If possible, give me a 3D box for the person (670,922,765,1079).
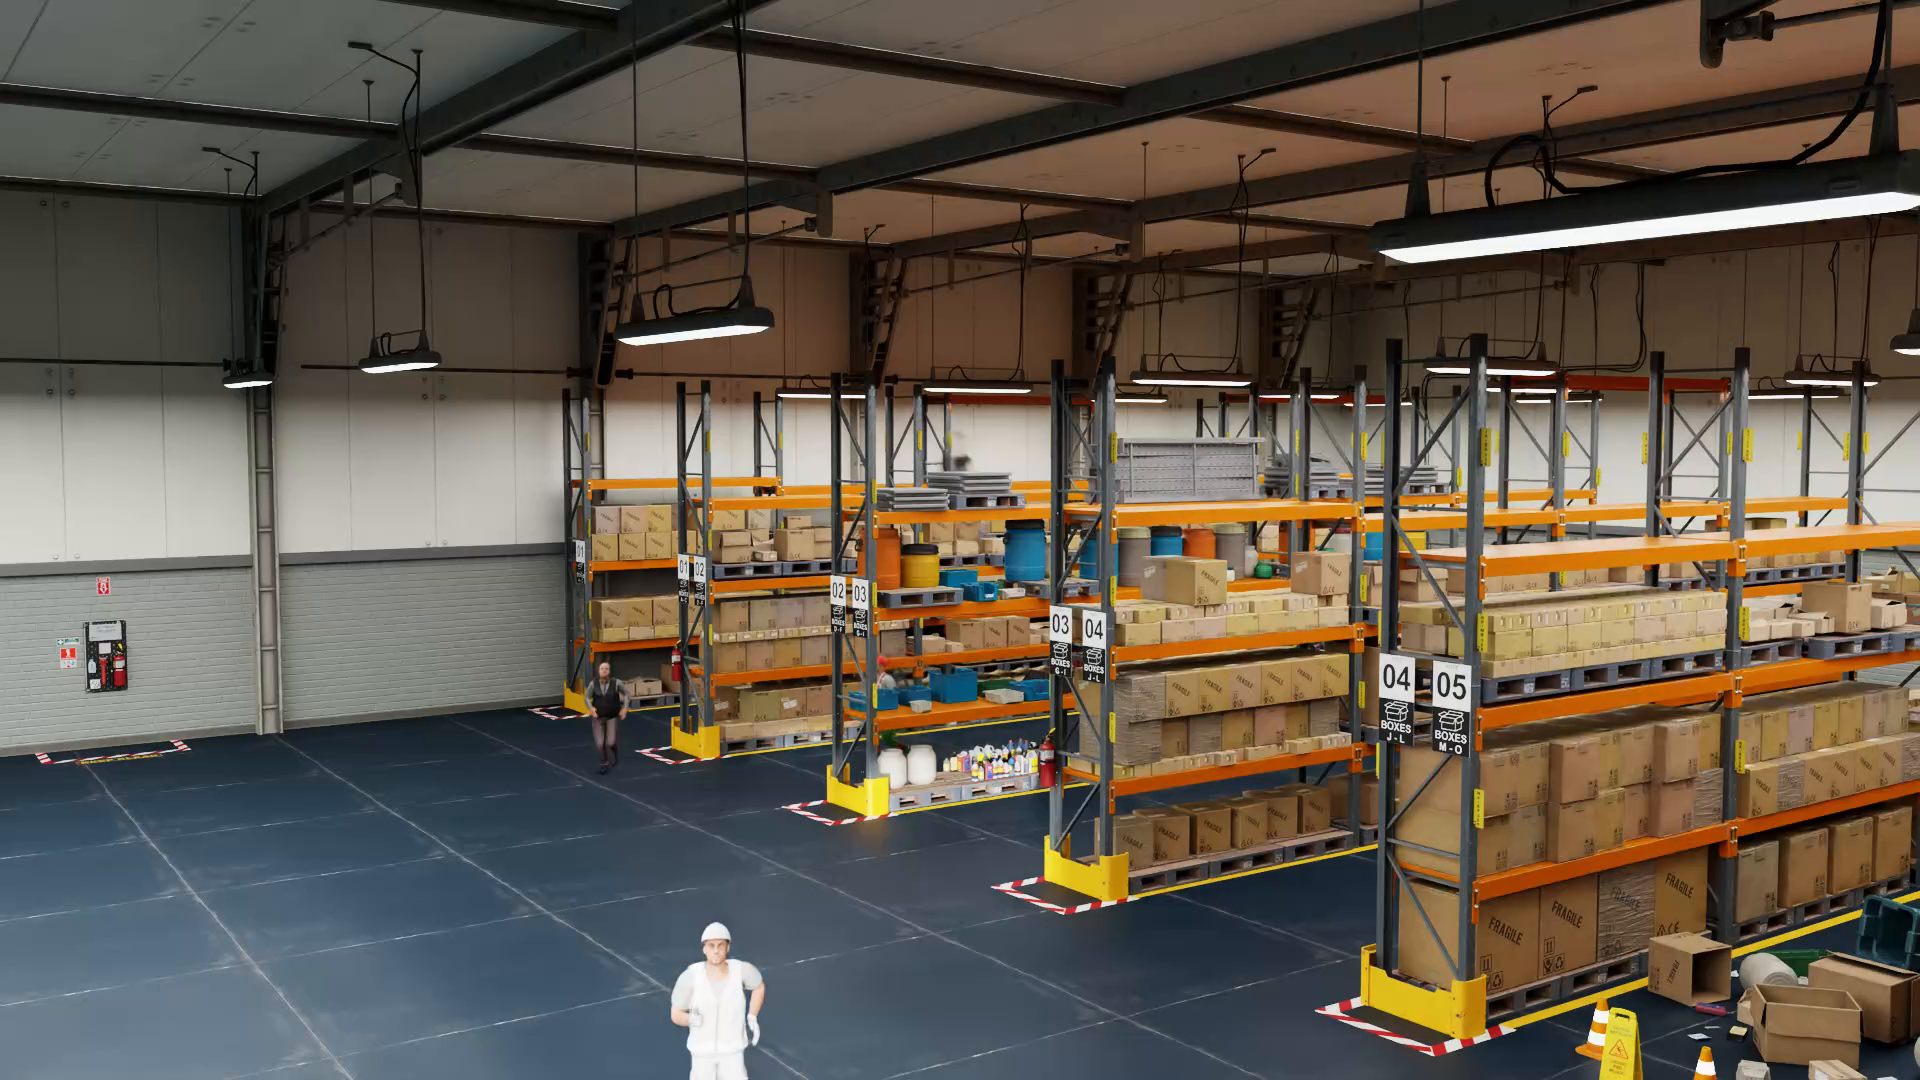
[{"bbox_3d":[-1.657,3.533,11.379,0.632,1.836,0.736,0,4,-5],"label":"person"}]

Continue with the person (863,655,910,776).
[{"bbox_3d":[-1.102,2.652,25.284,0.861,1.814,0.652,-3,5,-37],"label":"person"}]

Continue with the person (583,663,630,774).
[{"bbox_3d":[-5.373,2.706,25.293,0.696,1.685,0.598,0,4,-8],"label":"person"}]
